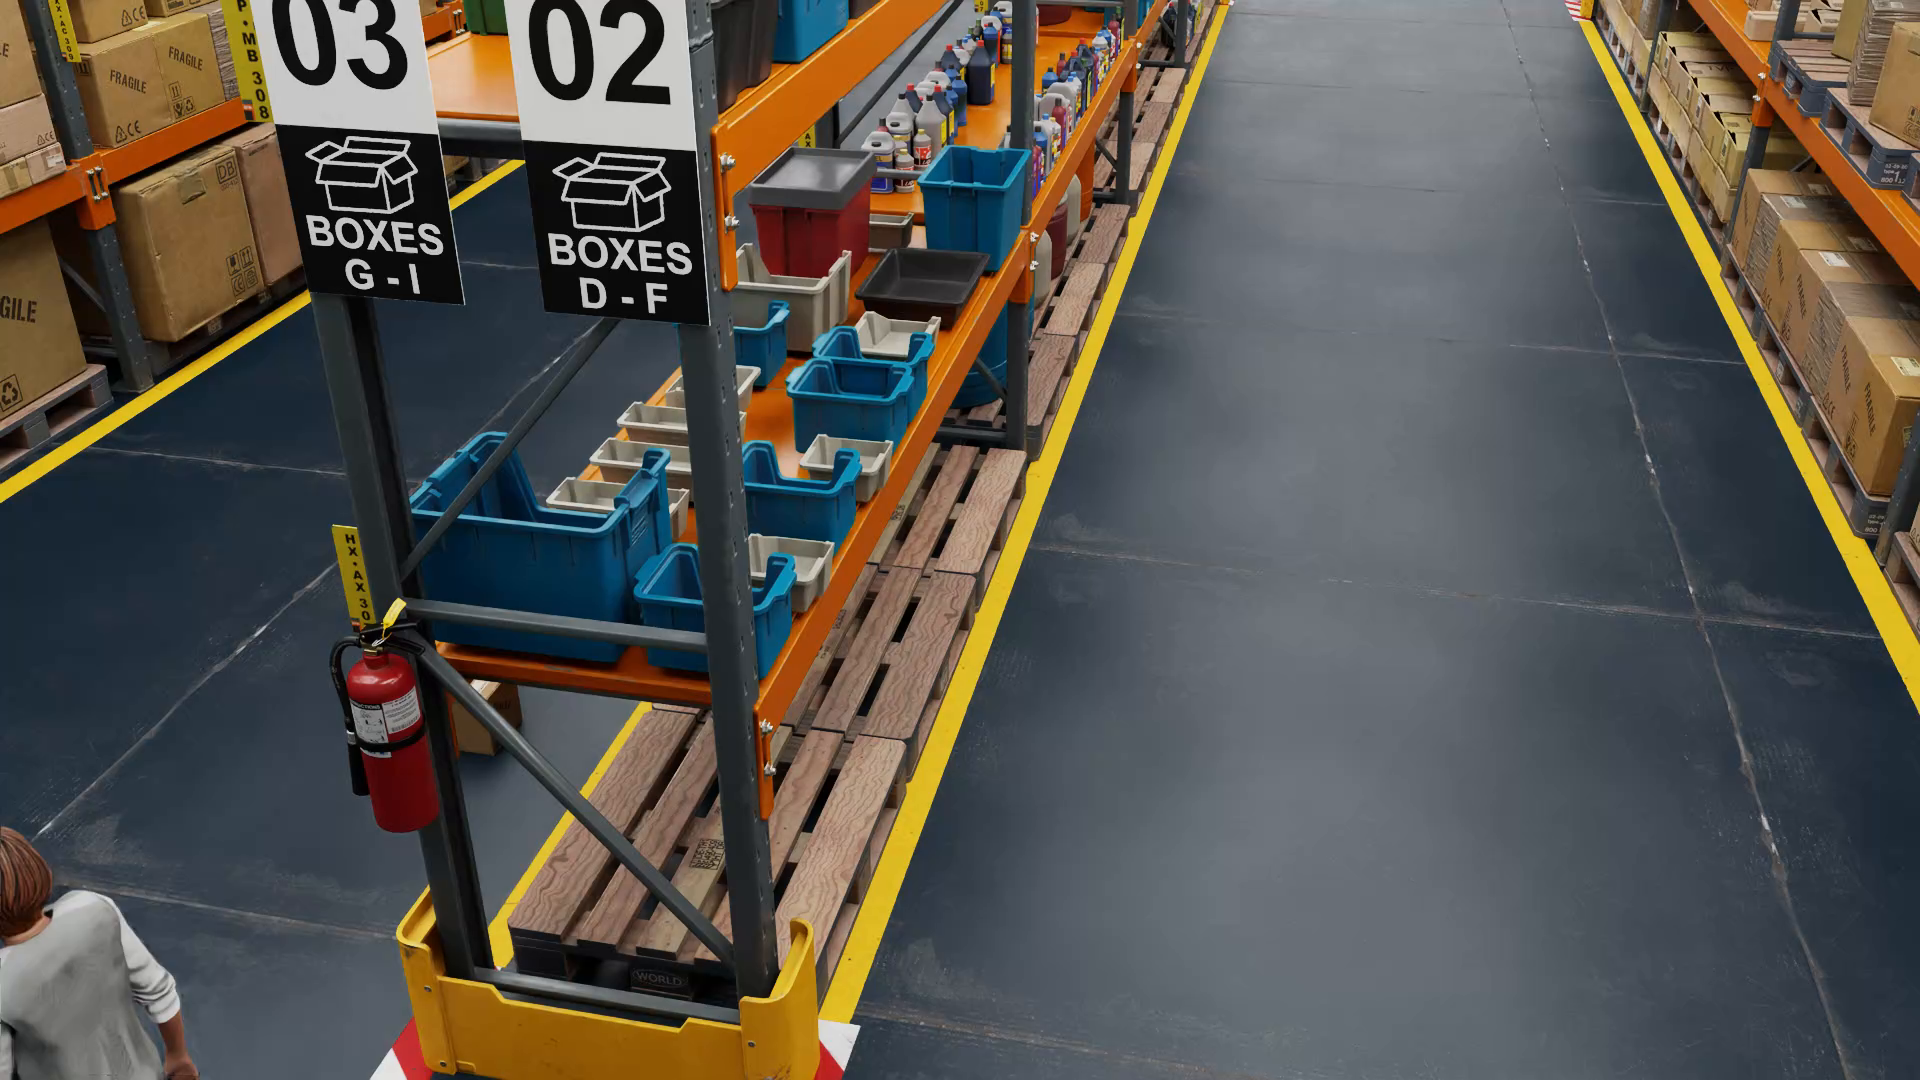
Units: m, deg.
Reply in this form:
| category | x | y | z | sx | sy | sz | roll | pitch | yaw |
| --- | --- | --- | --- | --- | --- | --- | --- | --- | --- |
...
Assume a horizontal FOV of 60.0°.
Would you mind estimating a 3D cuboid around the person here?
| category | x | y | z | sx | sy | sz | roll | pitch | yaw |
| --- | --- | --- | --- | --- | --- | --- | --- | --- | --- |
| person | -1.910 | 1.331 | 3.742 | 0.630 | 1.558 | 0.499 | 13 | 32 | 22 |
